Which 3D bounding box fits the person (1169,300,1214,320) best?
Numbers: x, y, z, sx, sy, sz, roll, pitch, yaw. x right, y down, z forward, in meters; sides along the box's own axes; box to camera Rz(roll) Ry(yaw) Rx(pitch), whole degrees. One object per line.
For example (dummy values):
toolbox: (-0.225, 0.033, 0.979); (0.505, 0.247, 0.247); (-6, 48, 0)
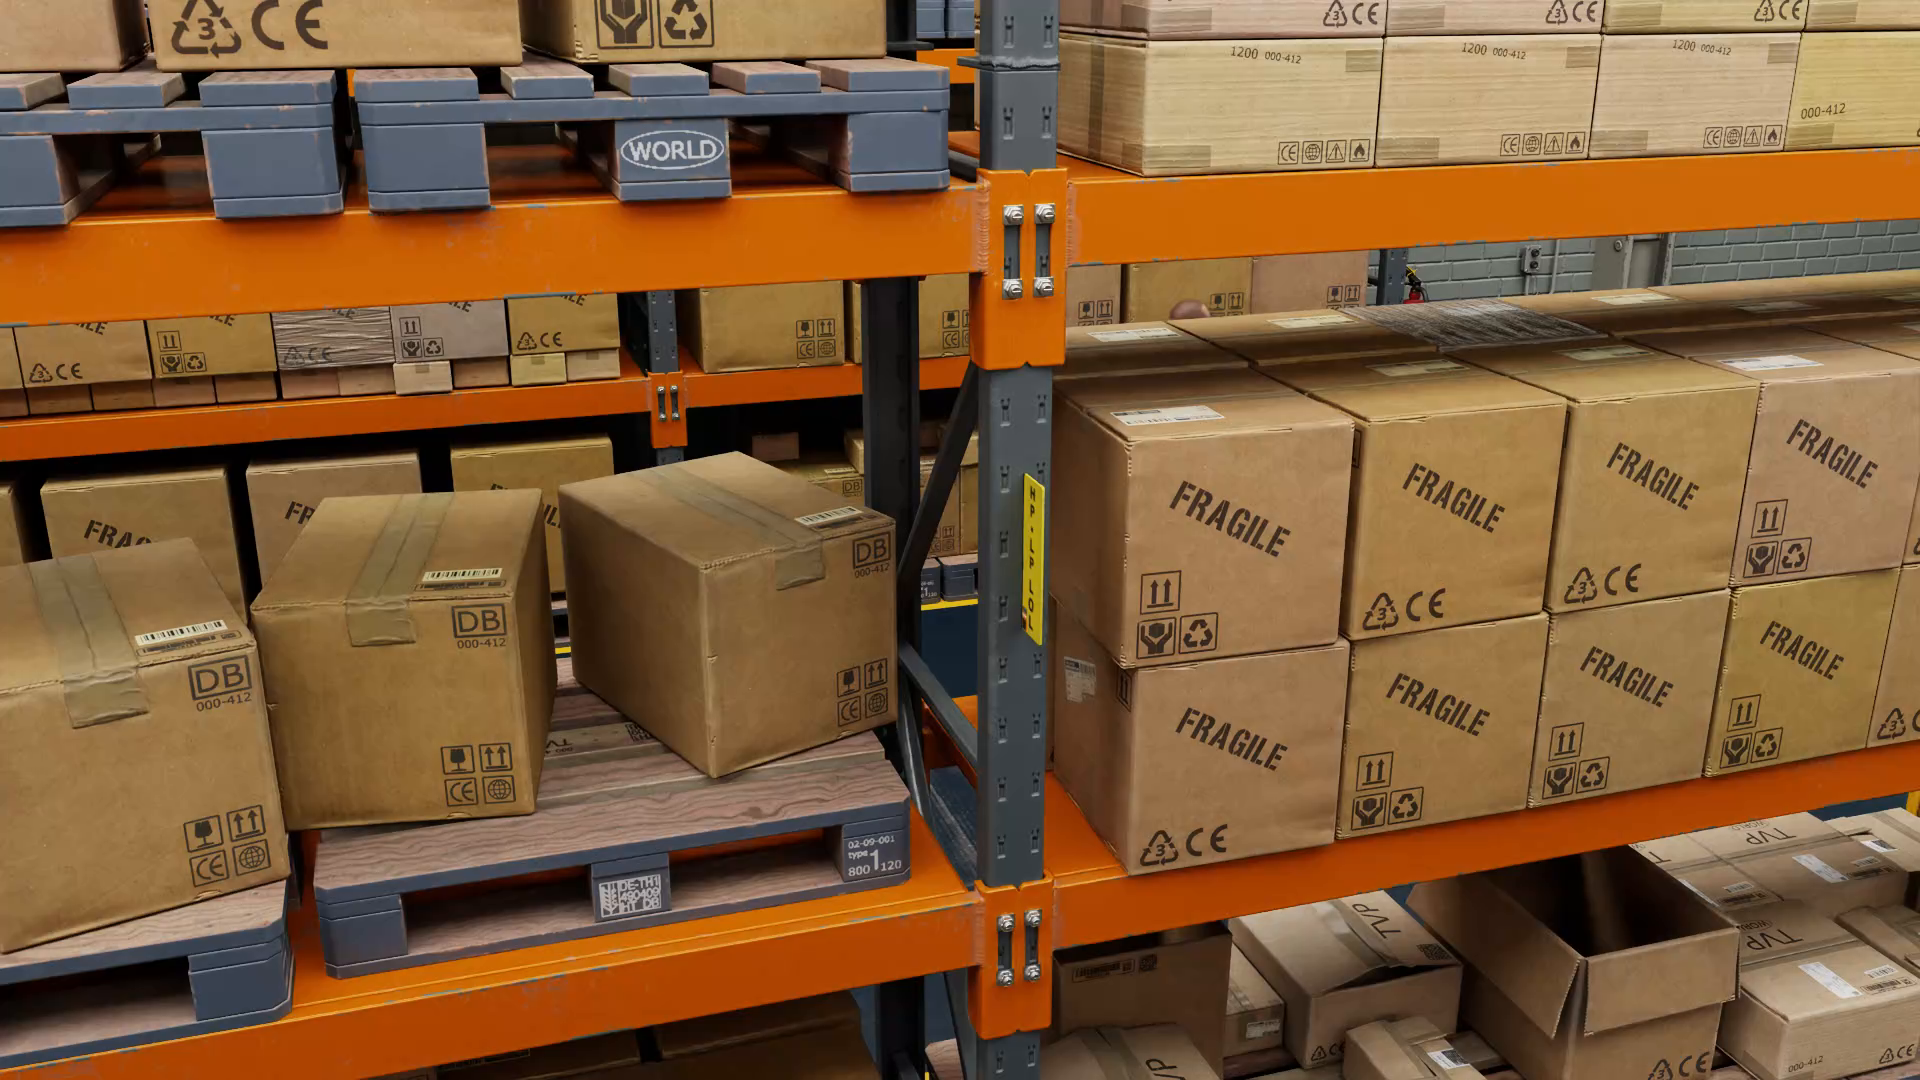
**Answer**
person: (1.222, -0.314, 8.024); (0.530, 1.707, 0.494); (-6, 20, -17)
